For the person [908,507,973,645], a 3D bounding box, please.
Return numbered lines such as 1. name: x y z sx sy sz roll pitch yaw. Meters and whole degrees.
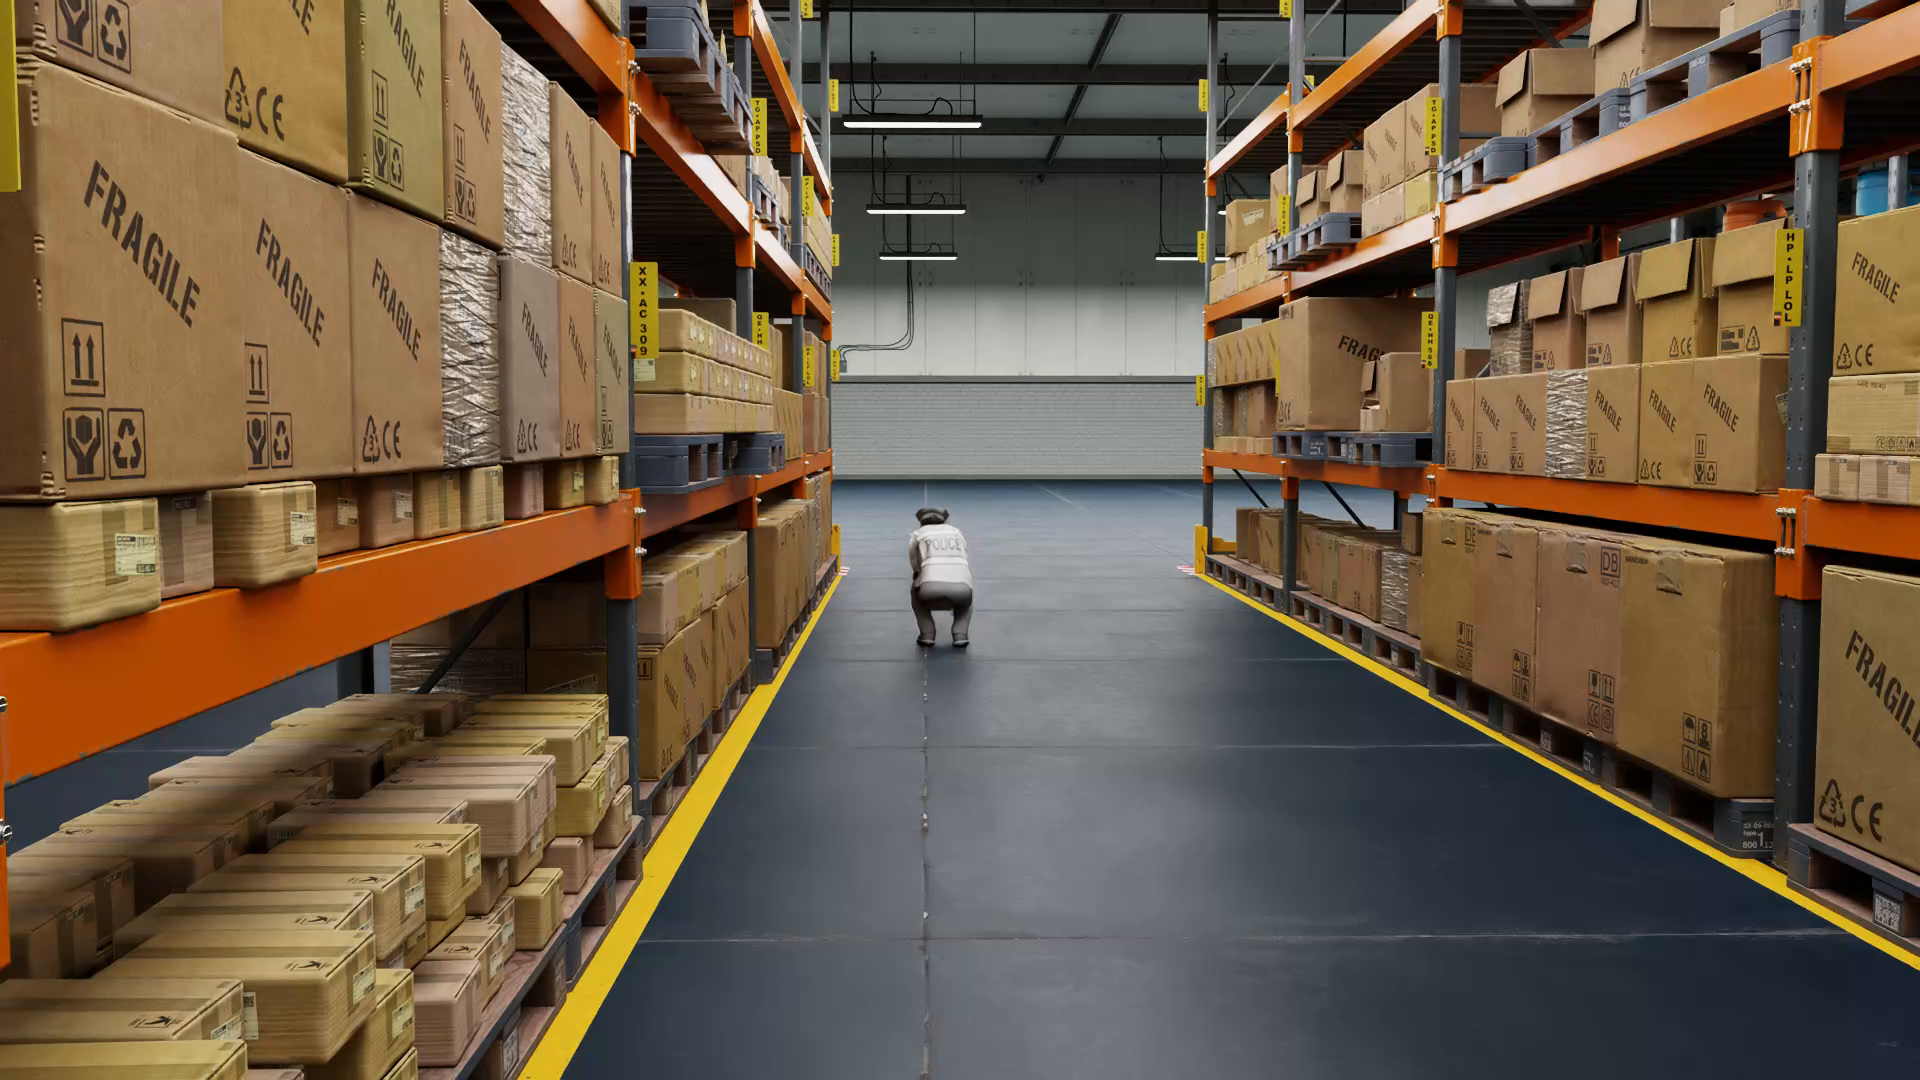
1. person: -0.138 0.258 11.937 0.466 0.972 0.866 0 4 -3
